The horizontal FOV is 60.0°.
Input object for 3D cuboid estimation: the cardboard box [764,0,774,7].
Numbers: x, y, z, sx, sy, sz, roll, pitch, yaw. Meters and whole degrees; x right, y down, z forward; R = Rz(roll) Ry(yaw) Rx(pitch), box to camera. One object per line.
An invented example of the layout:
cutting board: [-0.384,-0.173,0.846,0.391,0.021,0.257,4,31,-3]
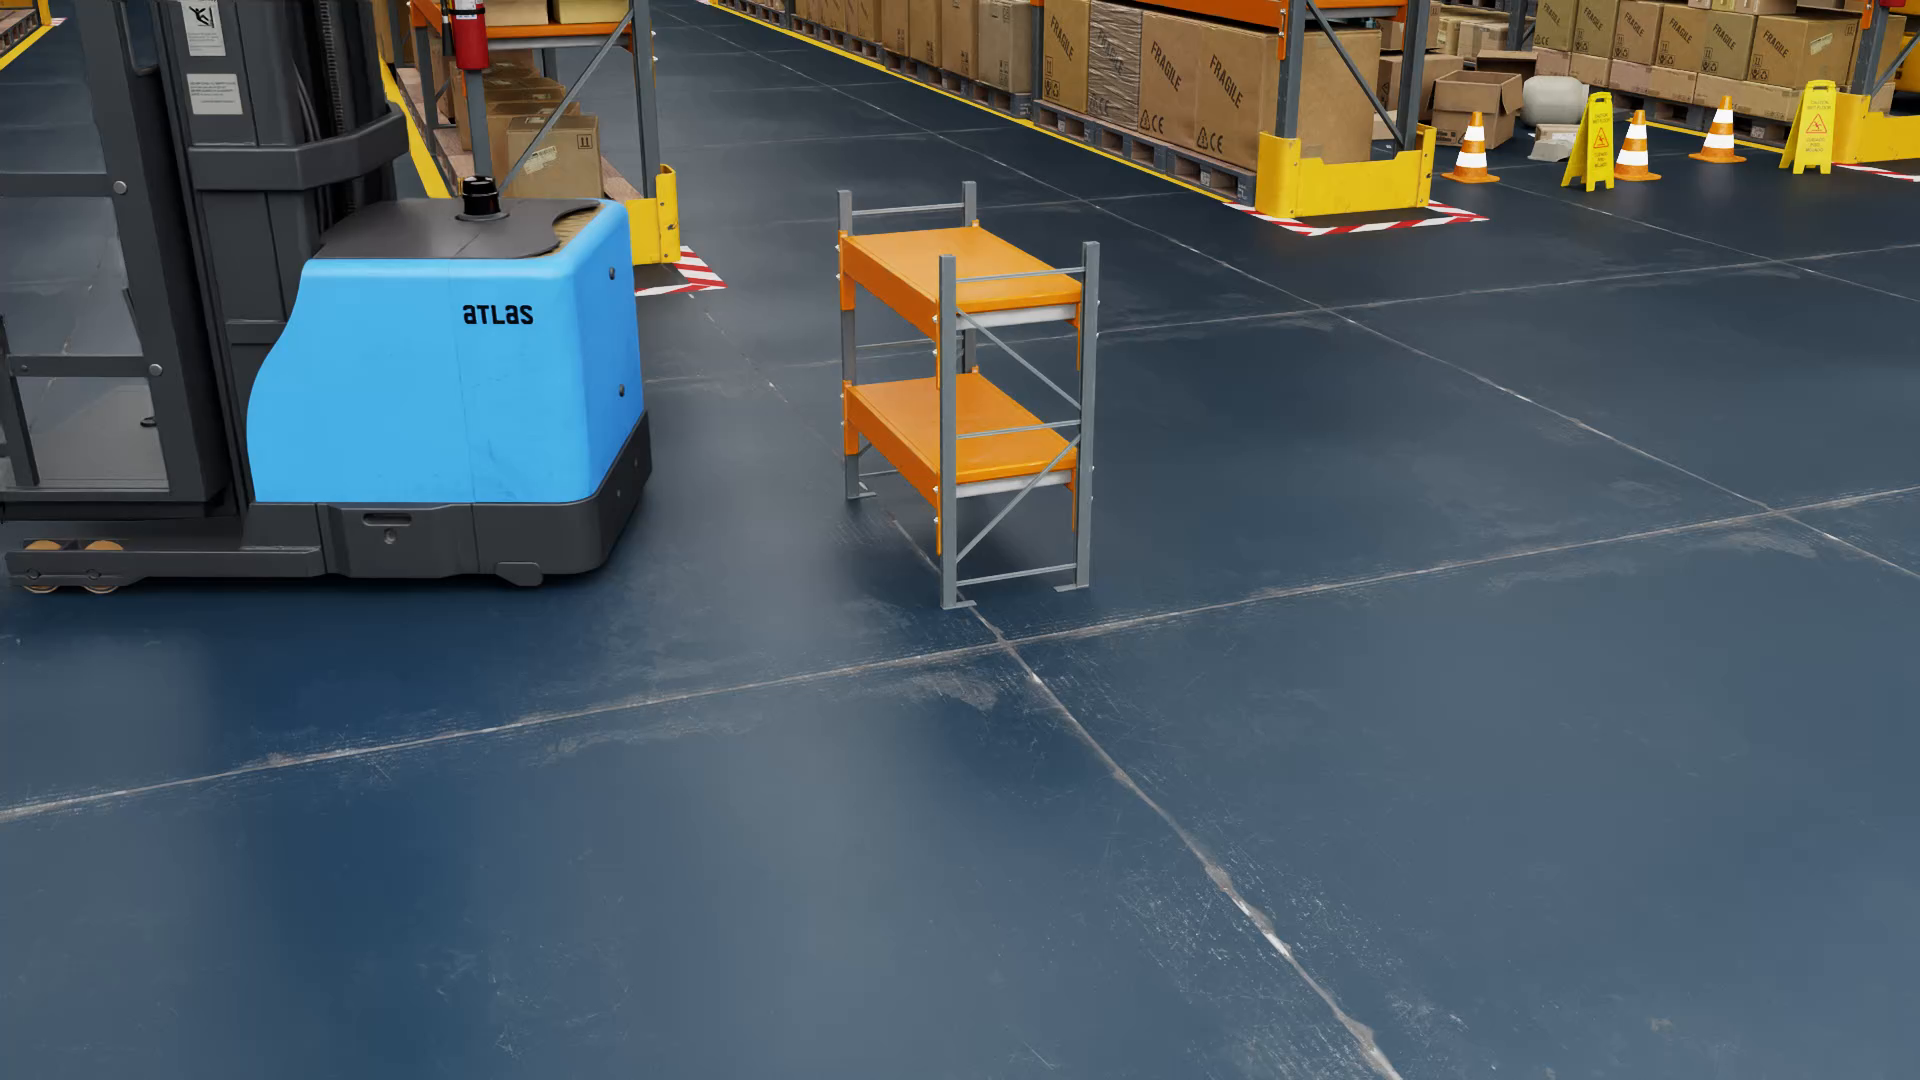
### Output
cardboard box: [-2.358,-7.108,21.883,0.380,0.149,0.250,-9,25,-21]

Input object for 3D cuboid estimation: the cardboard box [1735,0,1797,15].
cardboard box: [6.381,-4.246,13.160,0.380,0.149,0.250,-8,24,-17]

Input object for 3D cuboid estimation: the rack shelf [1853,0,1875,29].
rack shelf: [6.394,-4.690,13.943,1.077,0.370,4.000,-8,24,-19]

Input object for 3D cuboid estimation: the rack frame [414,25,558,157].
rack frame: [-3.583,-4.389,12.301,1.000,3.000,0.127,-8,24,-19]

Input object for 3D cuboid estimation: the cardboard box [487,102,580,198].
cardboard box: [-2.618,-2.419,10.305,0.500,0.500,0.500,-2,23,-5]

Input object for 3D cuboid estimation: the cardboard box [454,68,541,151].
cardboard box: [-3.270,-3.073,11.856,0.500,0.500,0.500,-1,23,-2]

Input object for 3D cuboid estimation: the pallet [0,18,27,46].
pallet: [-11.774,-6.037,19.802,1.003,0.211,1.213,-8,24,-19]

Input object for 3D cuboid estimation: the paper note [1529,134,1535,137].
paper note: [4.745,-3.321,13.606,0.148,0.019,0.142,0,23,-1]

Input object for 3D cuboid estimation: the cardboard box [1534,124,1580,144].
cardboard box: [4.748,-3.180,13.104,0.380,0.149,0.250,4,23,9]

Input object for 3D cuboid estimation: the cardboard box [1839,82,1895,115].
cardboard box: [7.075,-3.553,13.317,0.500,0.250,0.500,-9,24,-19]

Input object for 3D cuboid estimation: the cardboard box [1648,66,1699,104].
cardboard box: [6.198,-3.857,14.039,0.500,0.250,0.500,-9,25,-21]

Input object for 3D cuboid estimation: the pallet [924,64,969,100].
pallet: [0.315,-4.462,16.064,1.003,0.211,1.213,-8,24,-19]

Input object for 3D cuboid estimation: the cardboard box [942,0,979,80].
cardboard box: [0.452,-4.754,15.523,1.050,0.750,0.750,-8,24,-19]

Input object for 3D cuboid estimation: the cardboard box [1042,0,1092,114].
cardboard box: [1.249,-4.009,13.595,0.875,0.875,0.875,-8,24,-18]

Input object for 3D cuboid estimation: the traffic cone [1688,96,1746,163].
traffic cone: [5.742,-3.106,12.522,0.336,0.463,0.334,-8,24,-19]

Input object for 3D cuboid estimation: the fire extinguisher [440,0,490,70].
fire extinguisher: [-2.561,-2.795,8.619,0.296,0.674,0.183,-8,24,-19]

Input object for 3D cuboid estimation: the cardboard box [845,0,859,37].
cardboard box: [-0.977,-5.920,18.612,0.500,0.500,0.500,-7,24,-17]

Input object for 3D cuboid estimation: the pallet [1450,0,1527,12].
pallet: [7.827,-7.762,23.896,1.003,0.211,1.213,-8,24,-19]

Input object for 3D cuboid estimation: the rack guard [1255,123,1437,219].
rack guard: [2.514,-2.419,10.845,1.175,0.500,0.348,-8,24,-19]

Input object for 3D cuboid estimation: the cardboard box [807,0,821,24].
cardboard box: [-1.532,-6.484,19.950,0.500,0.500,0.500,-7,24,-17]

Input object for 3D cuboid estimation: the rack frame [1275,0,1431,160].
rack frame: [2.506,-3.579,10.380,1.000,3.000,0.127,-8,24,-19]

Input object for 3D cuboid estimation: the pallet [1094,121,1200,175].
pallet: [1.723,-3.017,12.636,1.003,0.211,1.213,-8,24,-19]

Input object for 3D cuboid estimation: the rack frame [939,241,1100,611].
rack frame: [0.177,-0.336,5.099,0.500,1.125,0.032,-8,24,-19]

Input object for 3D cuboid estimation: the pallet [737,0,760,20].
pallet: [-2.439,-7.338,22.888,1.003,0.211,1.213,-8,24,-19]

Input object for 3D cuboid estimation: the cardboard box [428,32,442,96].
cardboard box: [-4.129,-4.045,14.137,0.700,0.500,0.500,-11,25,-24]

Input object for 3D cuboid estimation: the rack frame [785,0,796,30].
rack frame: [-1.734,-7.940,20.725,1.000,3.000,0.127,-8,24,-19]

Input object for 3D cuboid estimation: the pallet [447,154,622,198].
pallet: [-2.878,-2.421,11.222,1.003,0.211,1.213,-8,24,-19]

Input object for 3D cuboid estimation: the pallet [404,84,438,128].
pallet: [-4.294,-3.831,14.567,1.003,0.211,1.213,-8,24,-19]

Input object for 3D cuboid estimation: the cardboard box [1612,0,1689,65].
cardboard box: [6.025,-4.388,14.332,0.500,0.500,0.500,-7,24,-16]

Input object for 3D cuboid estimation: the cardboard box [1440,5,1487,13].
cardboard box: [4.996,-5.435,17.625,0.950,0.372,0.625,-8,24,-17]

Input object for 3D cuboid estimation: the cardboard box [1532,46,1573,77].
cardboard box: [5.644,-4.424,15.383,0.500,0.250,0.500,-10,25,-21]

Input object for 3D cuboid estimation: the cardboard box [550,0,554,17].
cardboard box: [-2.118,-3.050,9.447,0.380,0.149,0.250,-8,24,-19]

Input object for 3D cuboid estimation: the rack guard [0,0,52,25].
rack guard: [-12.477,-6.925,21.536,1.175,0.500,0.348,-8,24,-19]

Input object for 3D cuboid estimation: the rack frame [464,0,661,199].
rack frame: [-2.170,-2.936,8.853,1.000,3.000,0.127,-8,24,-19]

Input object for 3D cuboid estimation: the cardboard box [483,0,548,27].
cardboard box: [-2.464,-2.895,9.080,0.380,0.149,0.250,-8,24,-19]

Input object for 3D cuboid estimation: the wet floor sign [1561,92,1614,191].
wet floor sign: [4.368,-2.756,11.457,0.267,0.644,0.232,-13,26,-28]

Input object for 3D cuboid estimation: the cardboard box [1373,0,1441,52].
cardboard box: [4.033,-4.691,15.260,0.500,0.500,0.500,-8,24,-19]

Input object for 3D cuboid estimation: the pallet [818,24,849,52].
pallet: [-1.022,-5.928,19.543,1.003,0.211,1.213,-8,24,-19]

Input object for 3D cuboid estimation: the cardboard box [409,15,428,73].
cardboard box: [-4.741,-4.653,15.578,0.700,0.500,0.500,-10,25,-22]

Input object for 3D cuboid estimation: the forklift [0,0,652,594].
forklift: [-2.663,-1.384,5.259,3.031,2.935,1.130,0,23,1]

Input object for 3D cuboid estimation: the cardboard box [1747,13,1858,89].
cardboard box: [6.574,-3.823,12.992,0.500,0.500,0.500,-8,24,-19]

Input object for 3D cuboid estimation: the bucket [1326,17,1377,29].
bucket: [3.298,-4.492,14.803,0.726,0.611,0.620,0,13,-1]

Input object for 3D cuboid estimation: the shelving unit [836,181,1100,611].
shelving unit: [-0.002,-0.521,5.537,0.538,1.125,1.048,-8,24,-19]

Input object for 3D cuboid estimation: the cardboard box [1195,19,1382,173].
cardboard box: [2.204,-3.031,11.275,0.875,0.875,0.875,-8,24,-19]

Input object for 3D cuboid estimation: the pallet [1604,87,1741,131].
pallet: [6.393,-3.781,14.448,1.003,0.211,1.213,-8,24,-19]
